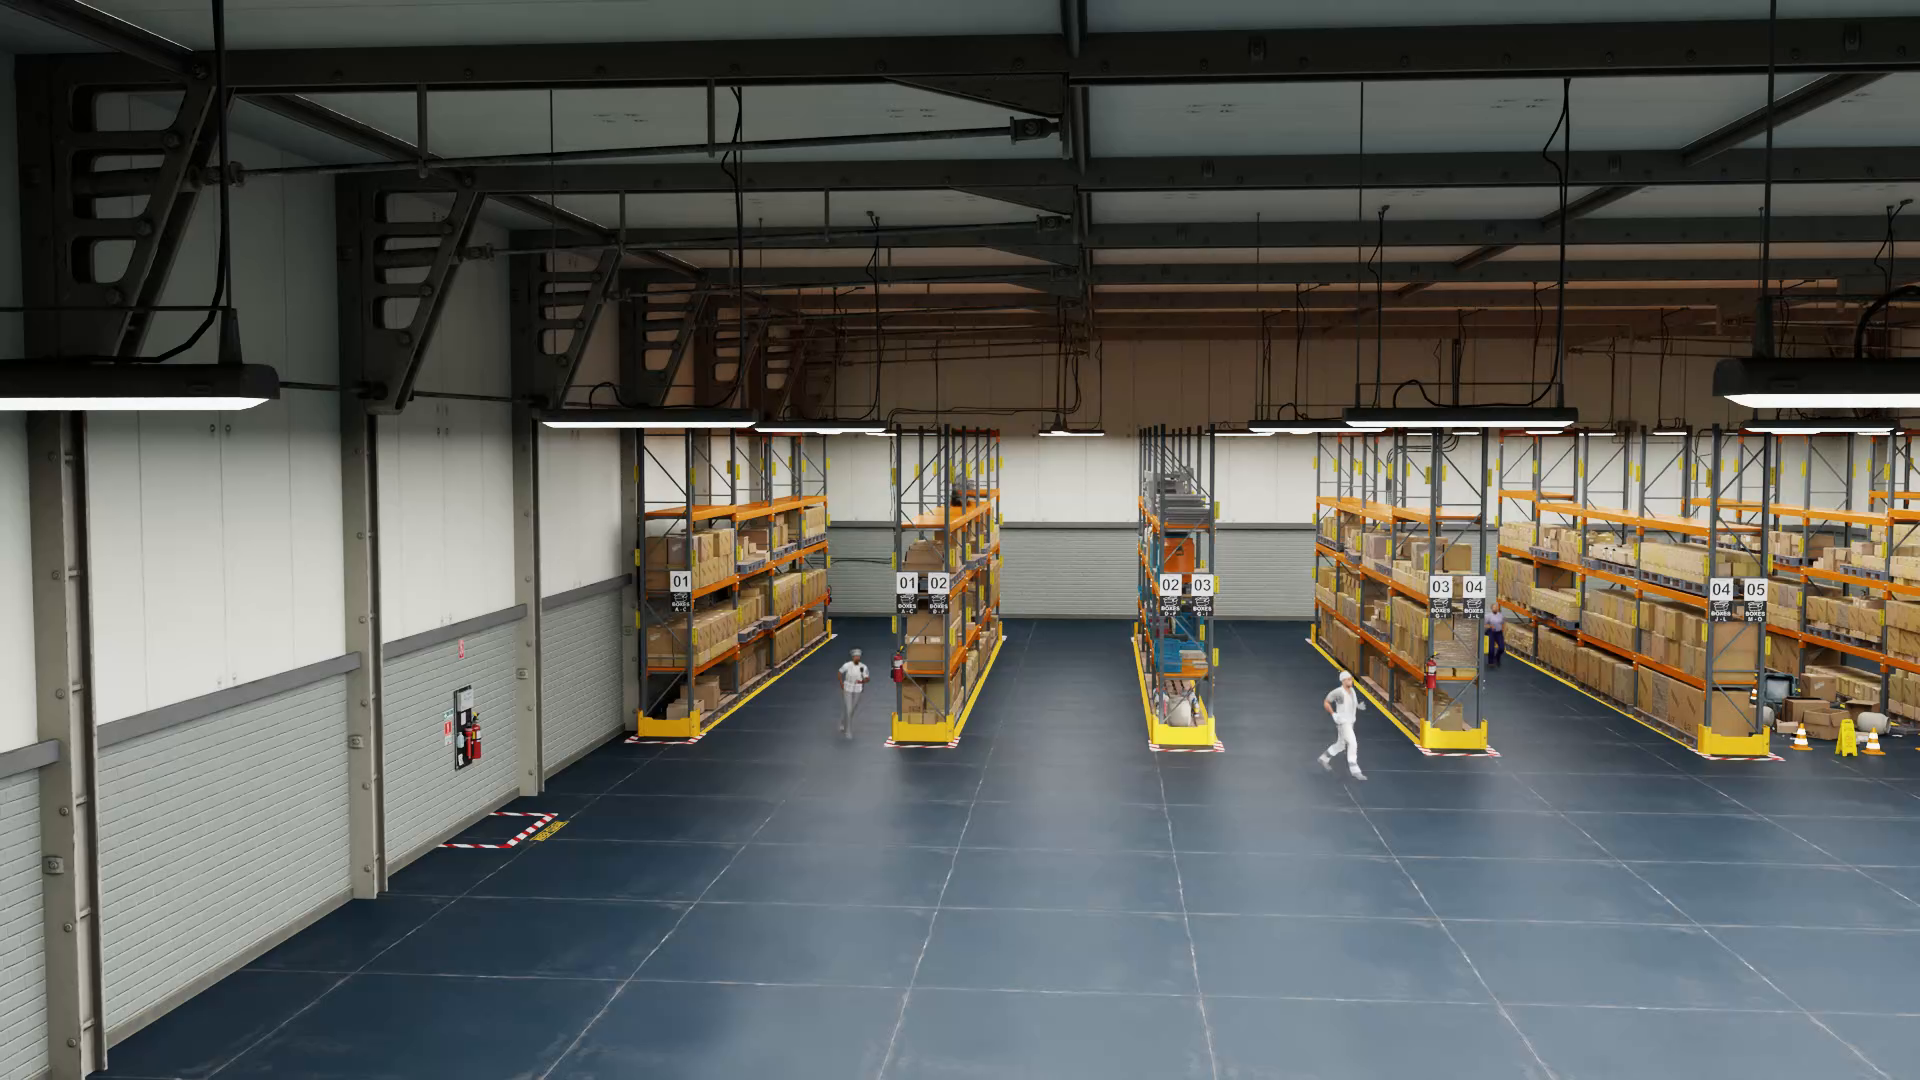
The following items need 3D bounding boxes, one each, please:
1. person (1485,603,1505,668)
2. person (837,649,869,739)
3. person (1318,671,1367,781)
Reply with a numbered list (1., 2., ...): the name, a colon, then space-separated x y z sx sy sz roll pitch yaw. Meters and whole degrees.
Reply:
1. person: 13.337 2.394 41.399 0.589 1.627 0.590 0 3 3
2. person: -2.055 2.951 32.111 0.587 1.730 0.827 -1 4 -19
3. person: 6.500 3.108 28.135 0.928 1.803 0.633 3 4 39
